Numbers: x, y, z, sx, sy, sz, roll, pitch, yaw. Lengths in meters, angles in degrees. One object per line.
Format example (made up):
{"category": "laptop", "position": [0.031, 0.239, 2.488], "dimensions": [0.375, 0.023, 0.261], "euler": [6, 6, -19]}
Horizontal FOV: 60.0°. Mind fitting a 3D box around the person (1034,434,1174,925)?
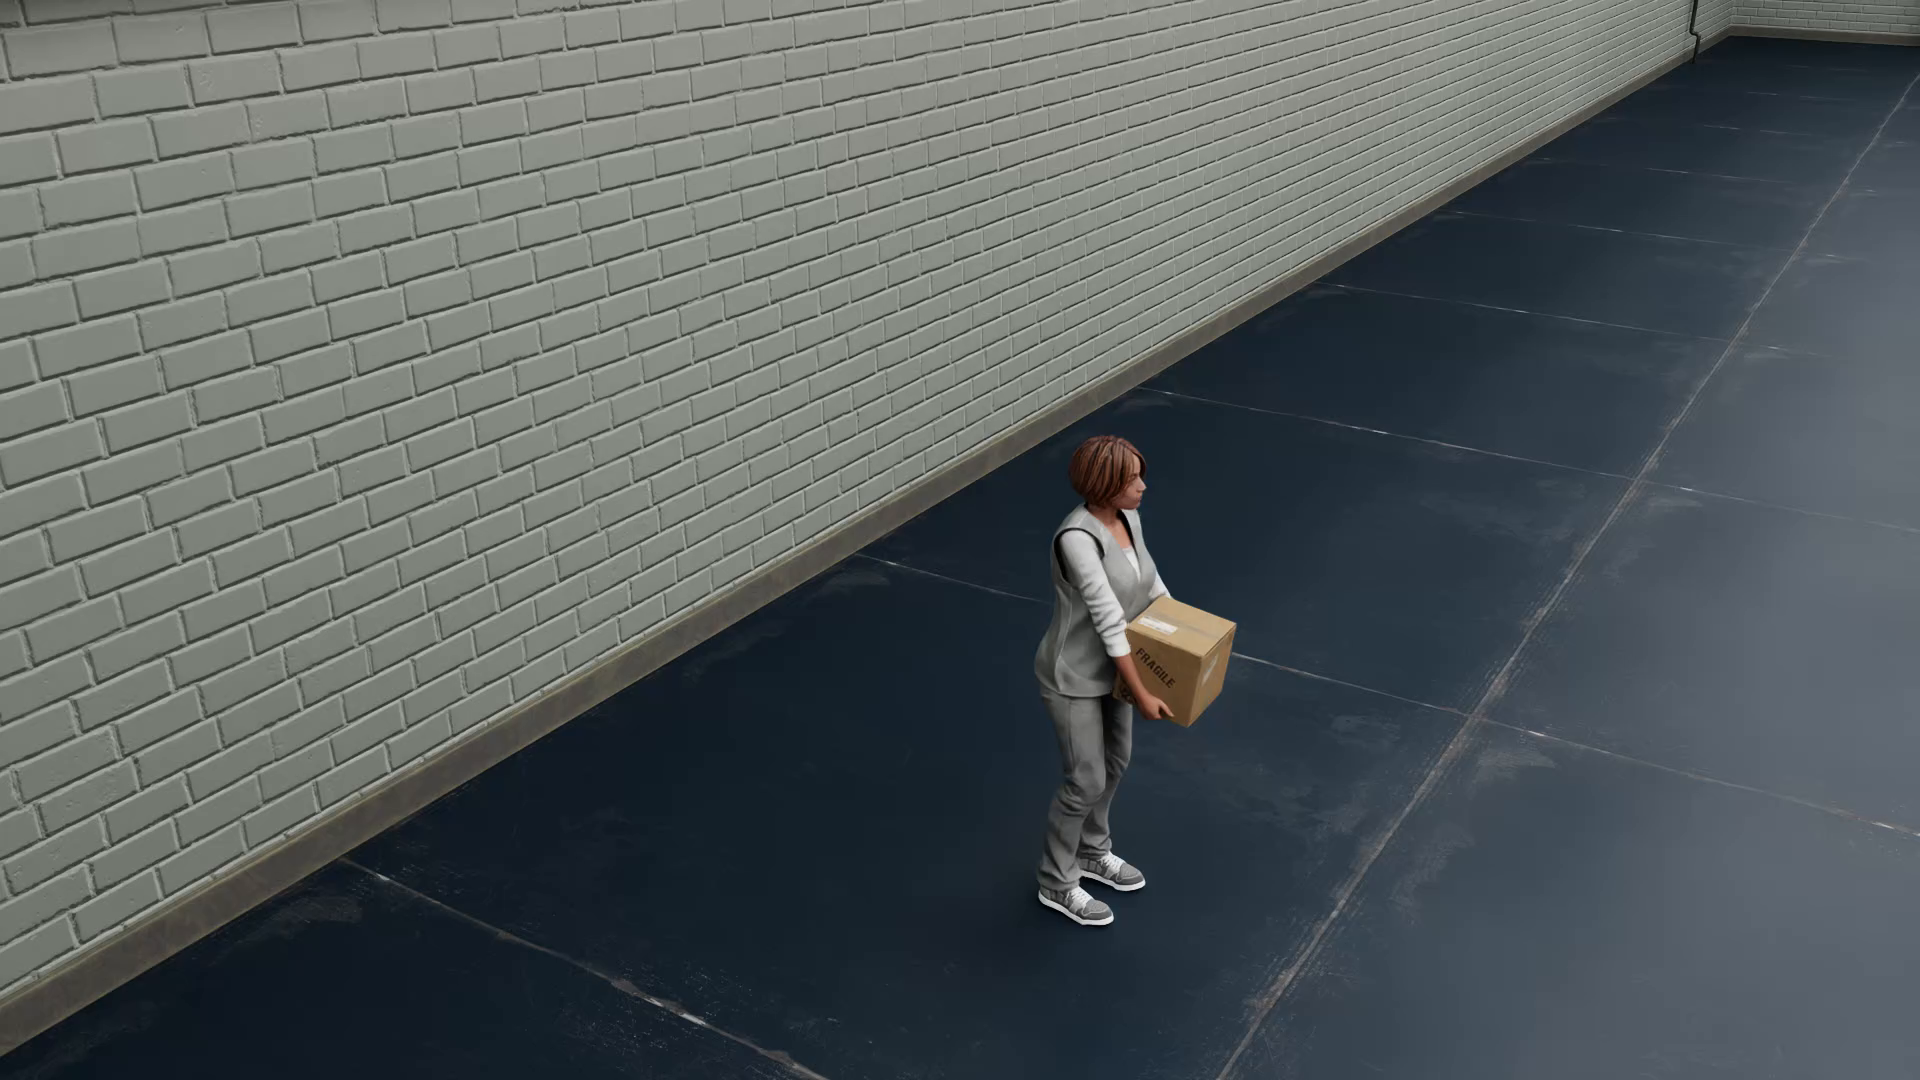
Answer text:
{"category": "person", "position": [0.480, 0.442, 5.098], "dimensions": [0.503, 1.598, 0.375], "euler": [13, 27, 28]}
